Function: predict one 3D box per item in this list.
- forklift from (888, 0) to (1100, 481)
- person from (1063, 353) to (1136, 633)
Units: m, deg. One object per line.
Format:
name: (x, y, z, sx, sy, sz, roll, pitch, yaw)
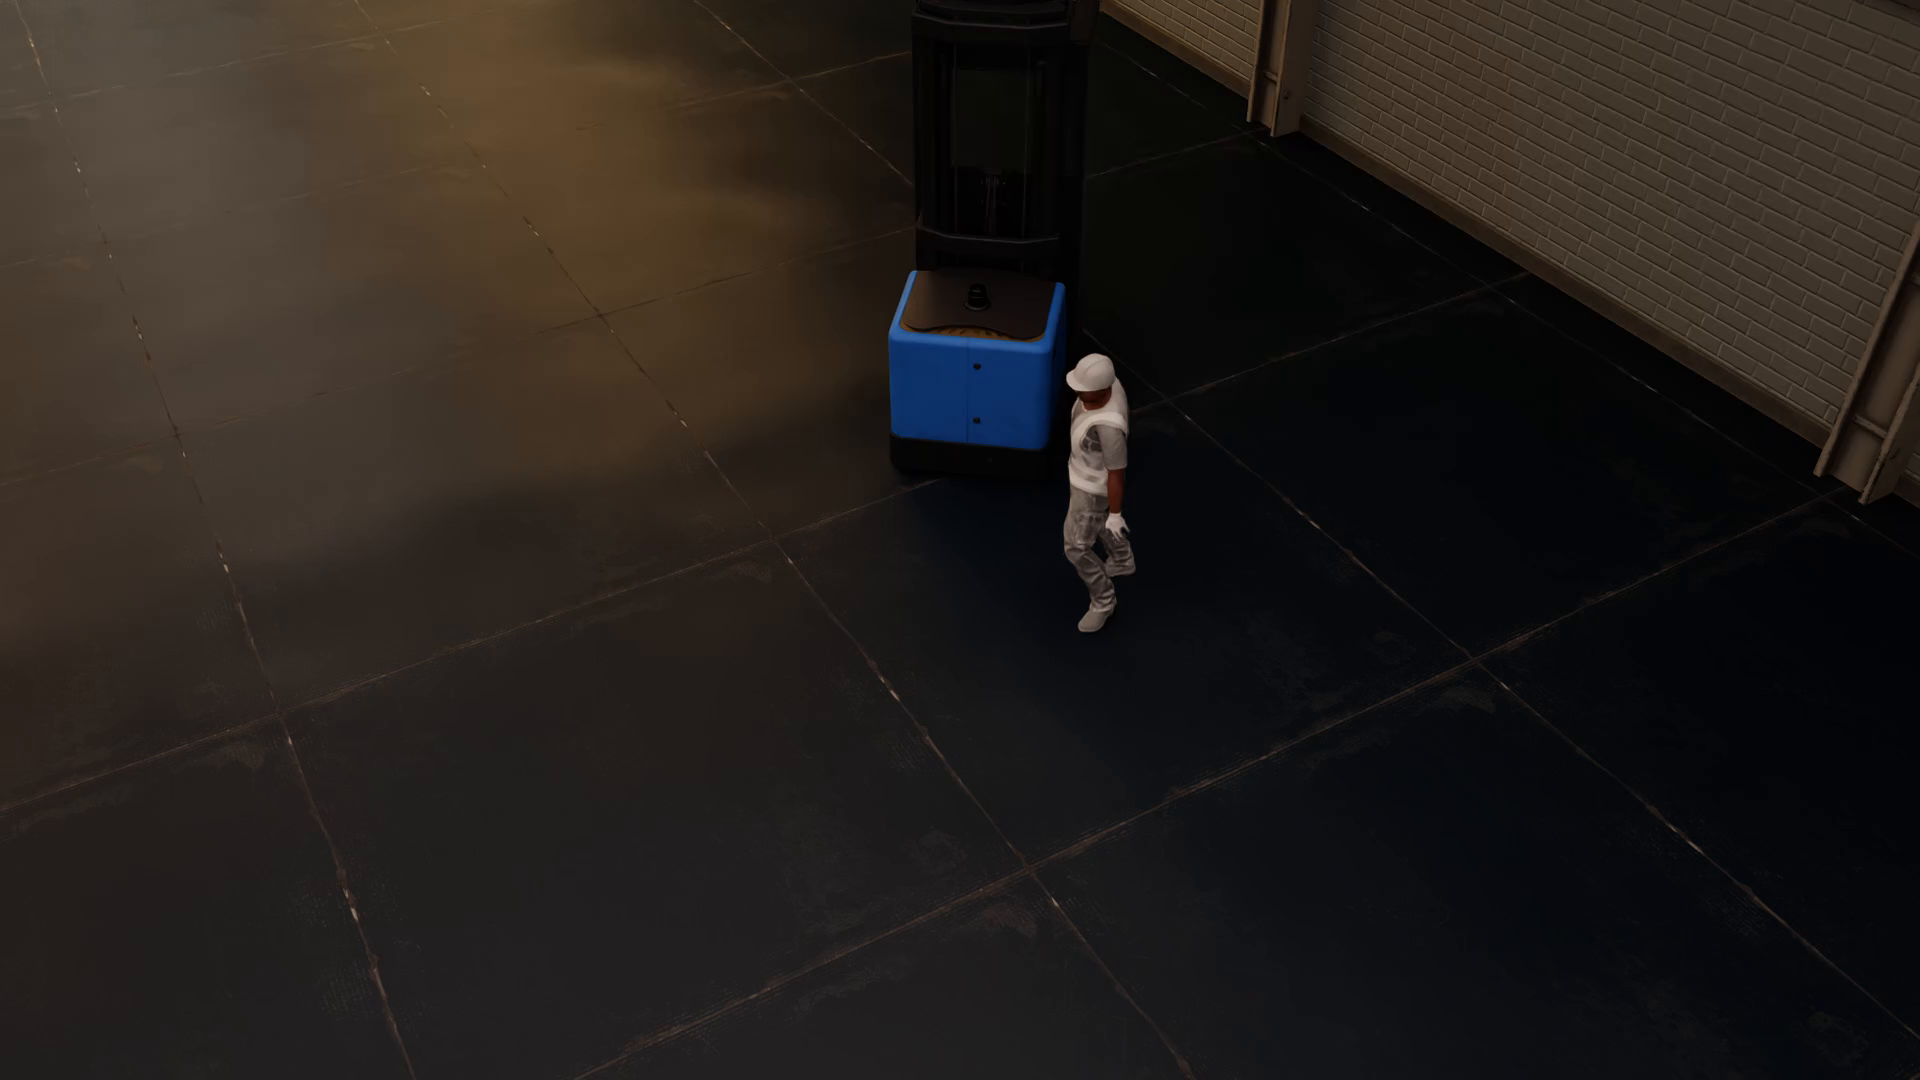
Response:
forklift: (0.287, -2.450, 10.990, 1.130, 2.935, 3.031, 6, 40, 7)
person: (0.818, -0.375, 9.476, 0.484, 1.753, 0.907, 2, 40, 2)
